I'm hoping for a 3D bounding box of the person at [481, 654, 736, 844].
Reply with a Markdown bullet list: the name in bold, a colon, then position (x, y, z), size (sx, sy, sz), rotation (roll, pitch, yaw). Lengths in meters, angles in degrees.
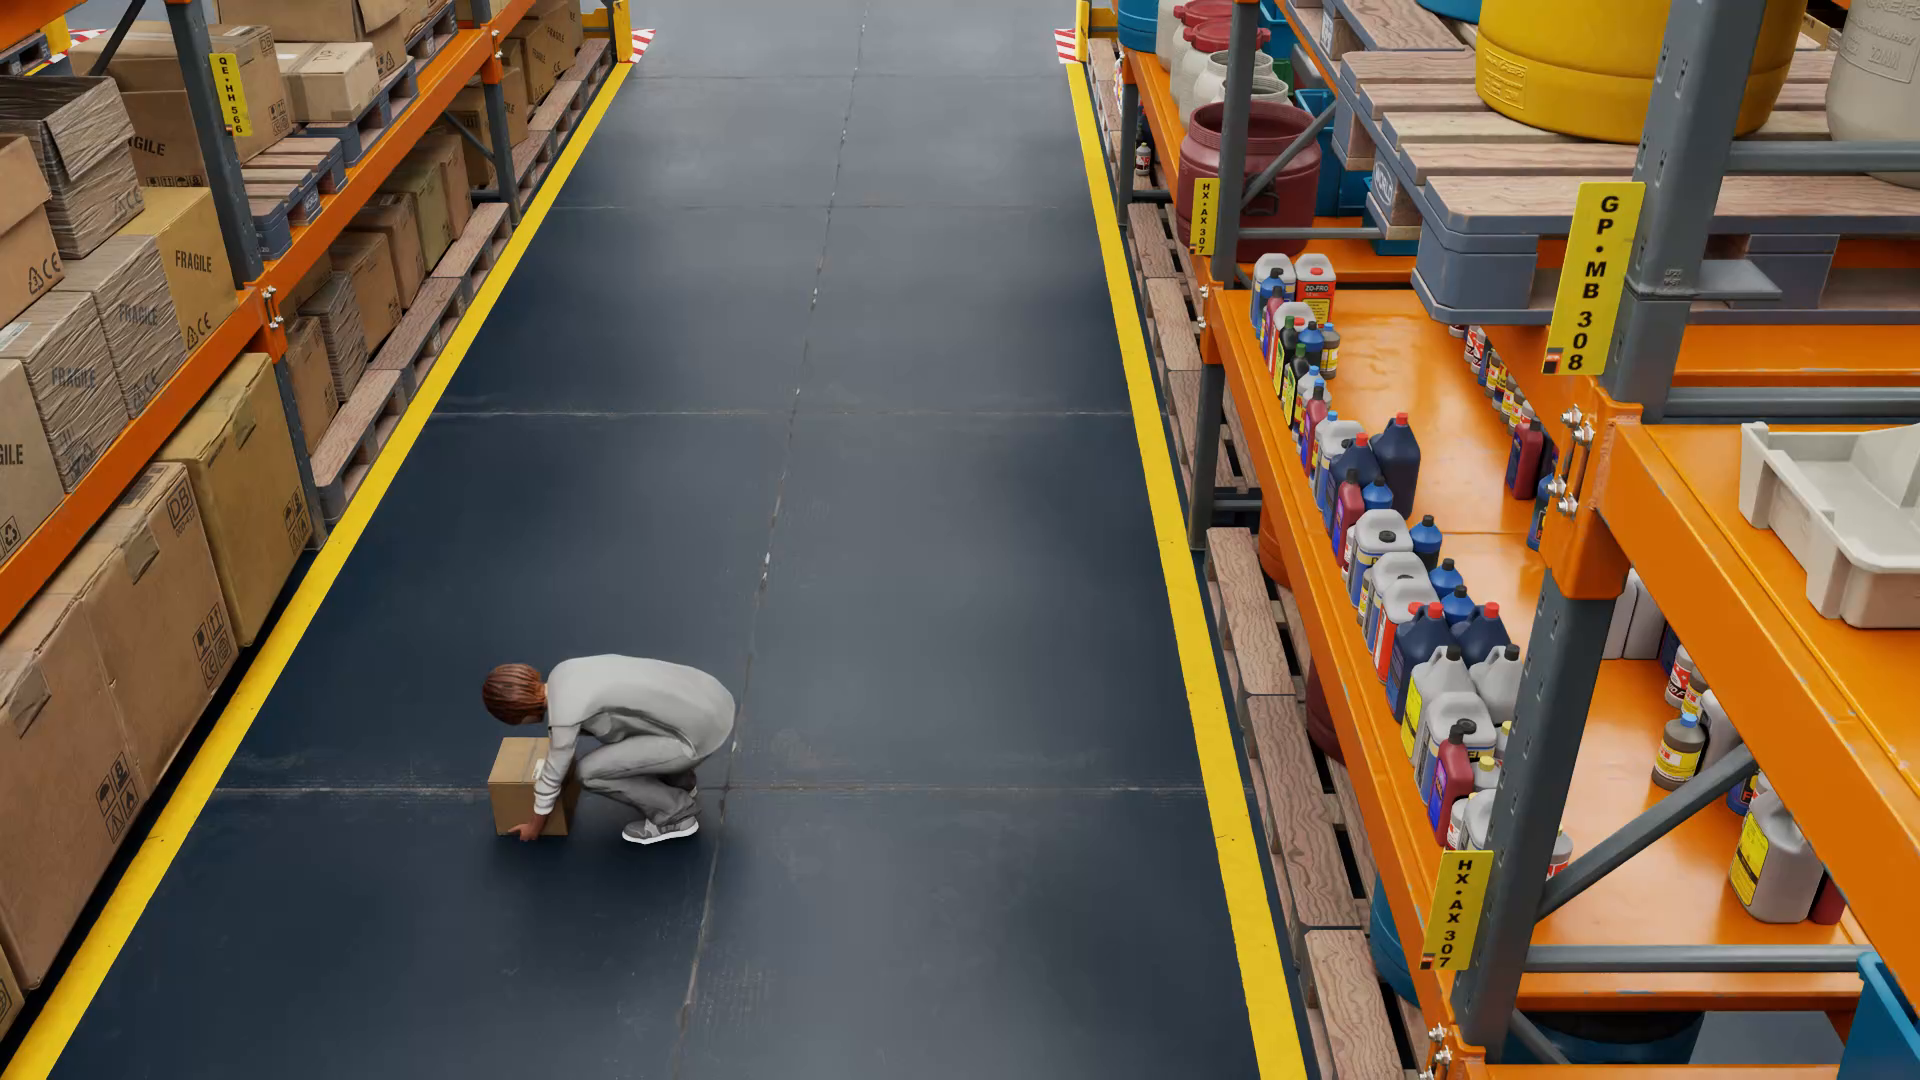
- **person**: position (-1.214, 0.727, 5.878), size (0.850, 0.724, 0.423), rotation (-1, 32, -1)
